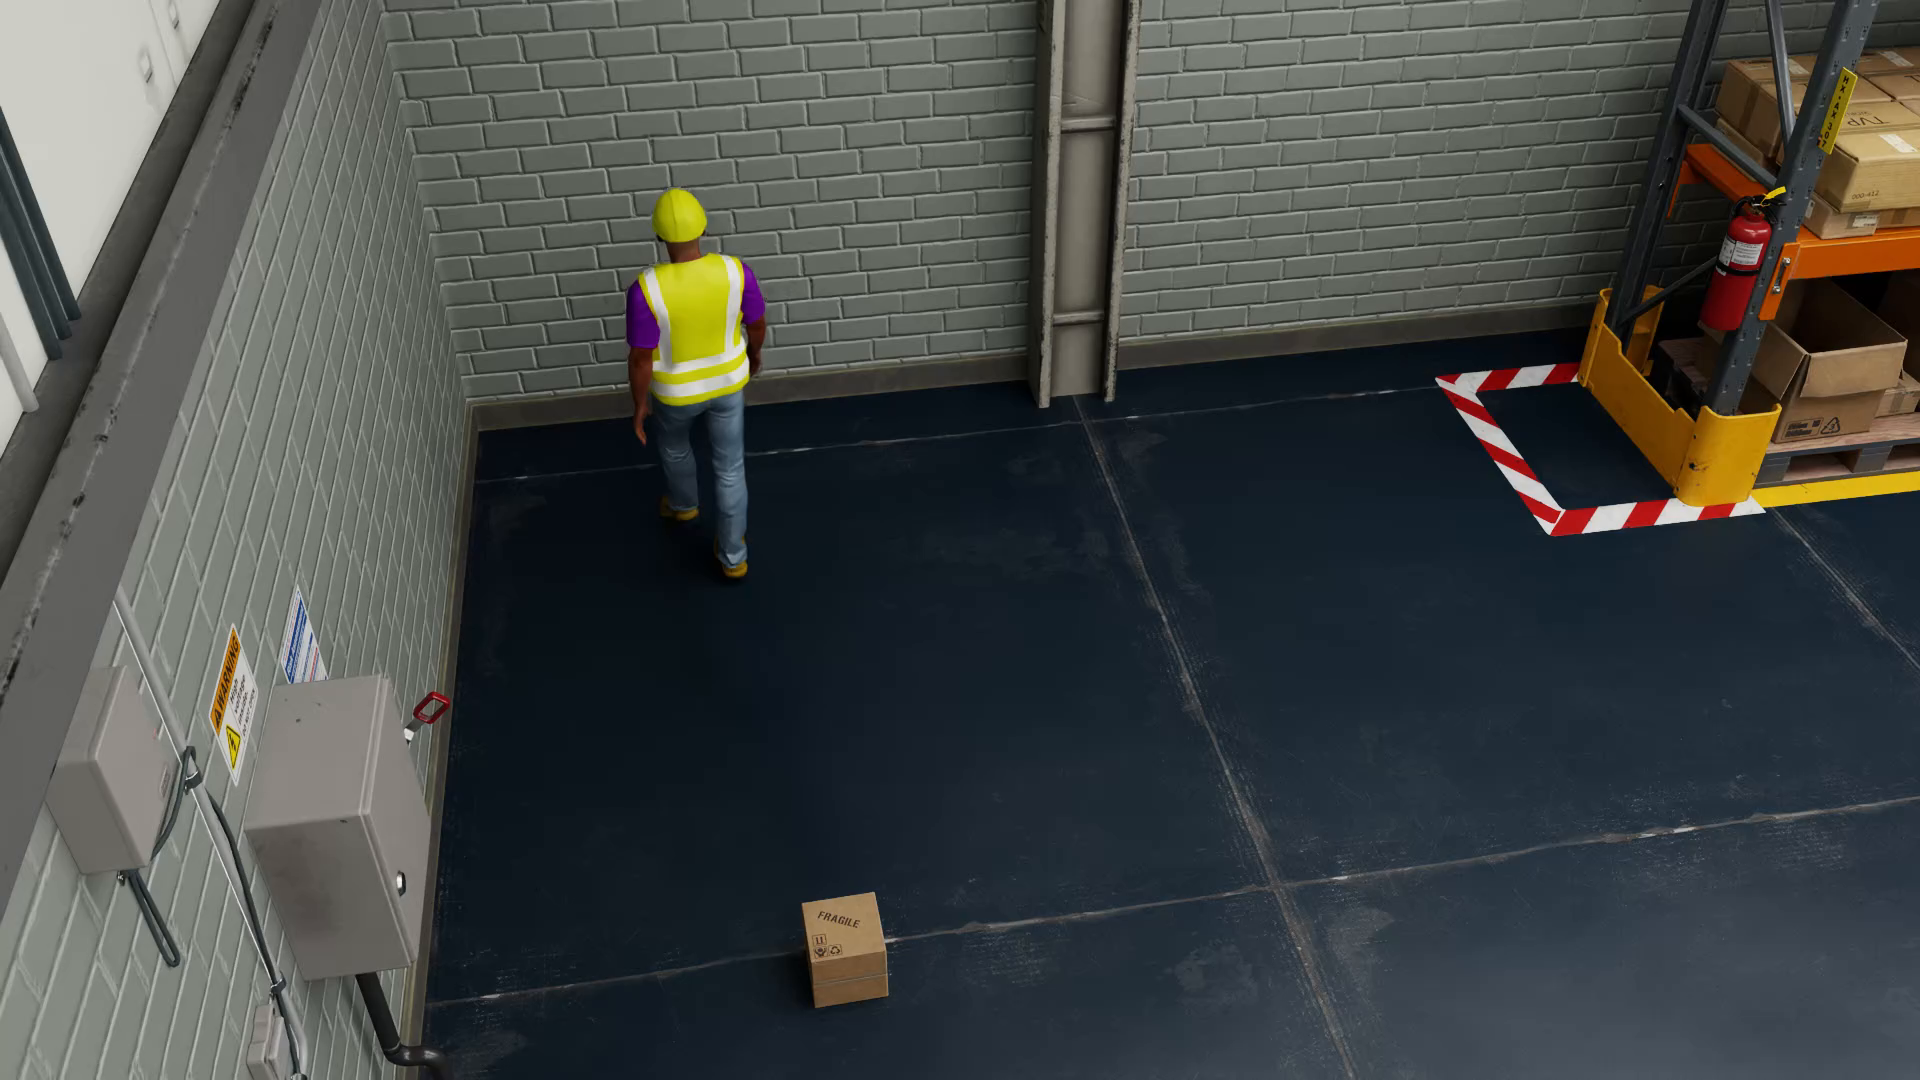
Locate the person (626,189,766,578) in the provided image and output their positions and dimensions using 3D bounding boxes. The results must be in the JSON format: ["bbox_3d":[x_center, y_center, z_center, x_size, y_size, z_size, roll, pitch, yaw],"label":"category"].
[{"bbox_3d":[-1.110,-0.686,7.009,0.615,1.802,0.758,-12,40,-14],"label":"person"}]
